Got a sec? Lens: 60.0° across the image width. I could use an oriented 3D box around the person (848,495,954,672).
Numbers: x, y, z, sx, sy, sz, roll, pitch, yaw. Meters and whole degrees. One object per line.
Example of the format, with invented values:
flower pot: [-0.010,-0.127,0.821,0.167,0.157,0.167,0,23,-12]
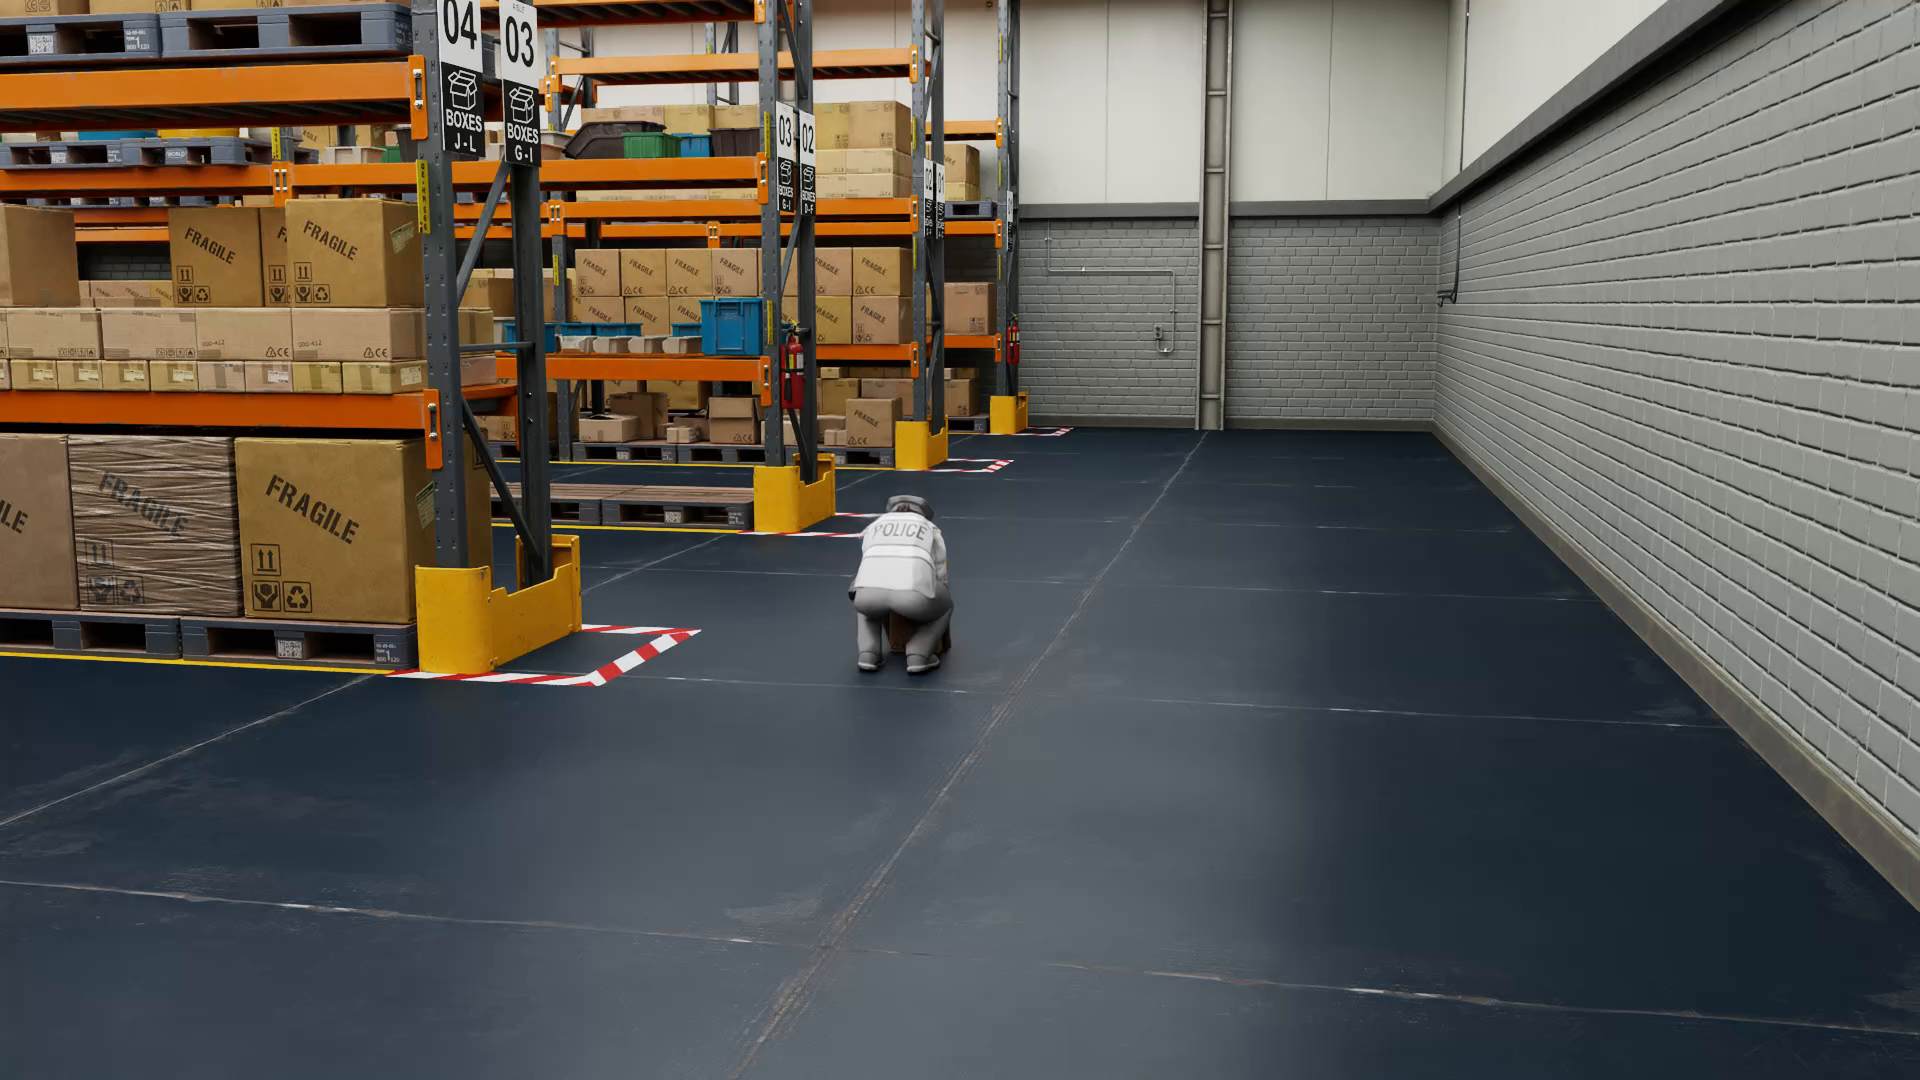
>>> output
person: [-0.273,0.238,8.051,0.473,0.852,0.894,2,8,10]
